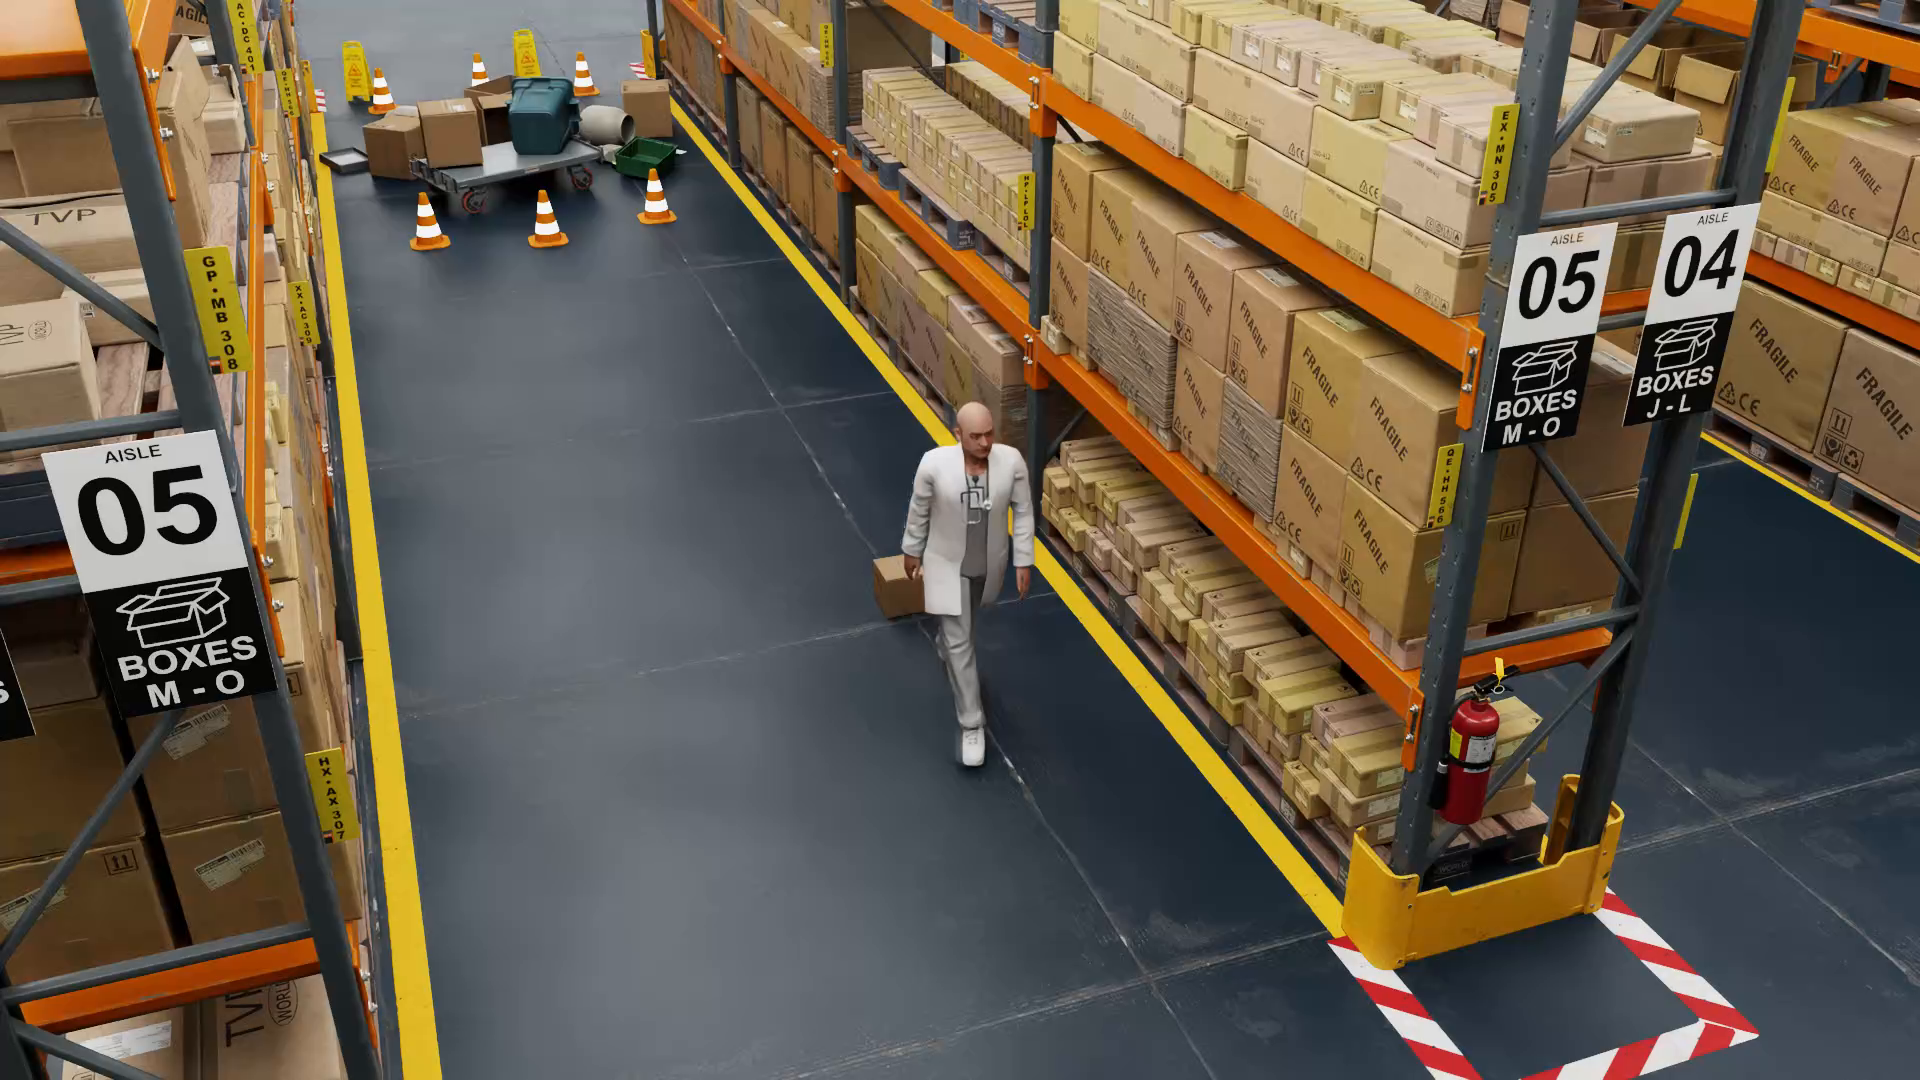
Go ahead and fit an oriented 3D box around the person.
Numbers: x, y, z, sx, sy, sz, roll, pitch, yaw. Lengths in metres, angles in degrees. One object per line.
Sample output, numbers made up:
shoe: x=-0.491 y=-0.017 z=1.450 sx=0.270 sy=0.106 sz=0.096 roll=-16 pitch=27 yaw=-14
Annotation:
person: x=0.069 y=0.112 z=8.149 sx=0.609 sy=1.716 sz=1.077 roll=-9 pitch=31 yaw=-16
